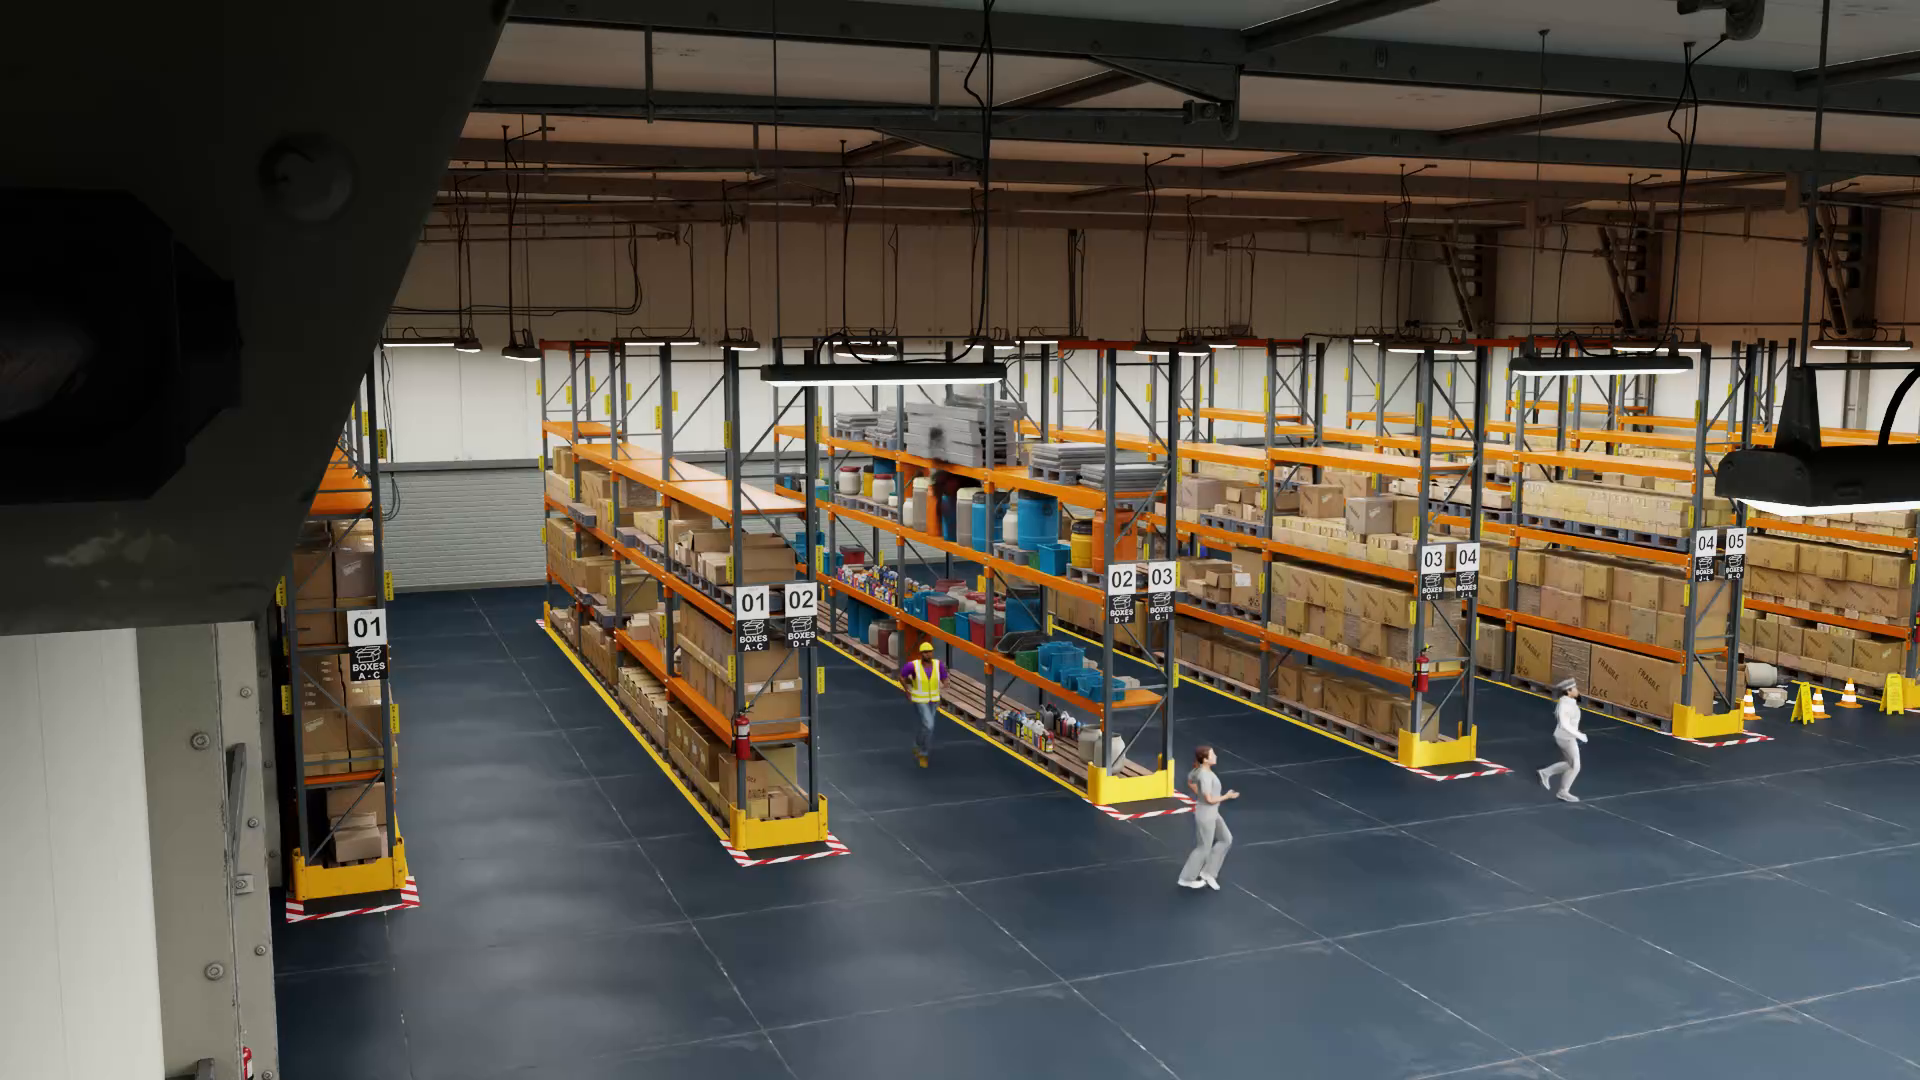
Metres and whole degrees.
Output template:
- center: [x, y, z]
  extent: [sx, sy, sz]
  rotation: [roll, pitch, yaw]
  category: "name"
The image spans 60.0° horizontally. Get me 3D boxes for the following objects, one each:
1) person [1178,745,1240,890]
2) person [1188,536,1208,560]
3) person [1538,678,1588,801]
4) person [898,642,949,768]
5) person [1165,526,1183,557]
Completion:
- center: [2.776, 3.110, 18.550]
  extent: [0.662, 1.692, 0.545]
  rotation: [1, 8, 9]
  category: "person"
- center: [5.255, 0.767, 36.866]
  extent: [0.587, 1.601, 0.933]
  rotation: [-3, 8, -19]
  category: "person"
- center: [8.061, 2.644, 22.193]
  extent: [0.574, 1.666, 0.666]
  rotation: [2, 8, 17]
  category: "person"
- center: [-0.473, 2.366, 23.984]
  extent: [0.660, 1.828, 0.755]
  rotation: [-4, 8, -28]
  category: "person"
- center: [5.349, 0.033, 41.590]
  extent: [1.009, 1.753, 0.735]
  rotation: [-6, 9, -37]
  category: "person"
